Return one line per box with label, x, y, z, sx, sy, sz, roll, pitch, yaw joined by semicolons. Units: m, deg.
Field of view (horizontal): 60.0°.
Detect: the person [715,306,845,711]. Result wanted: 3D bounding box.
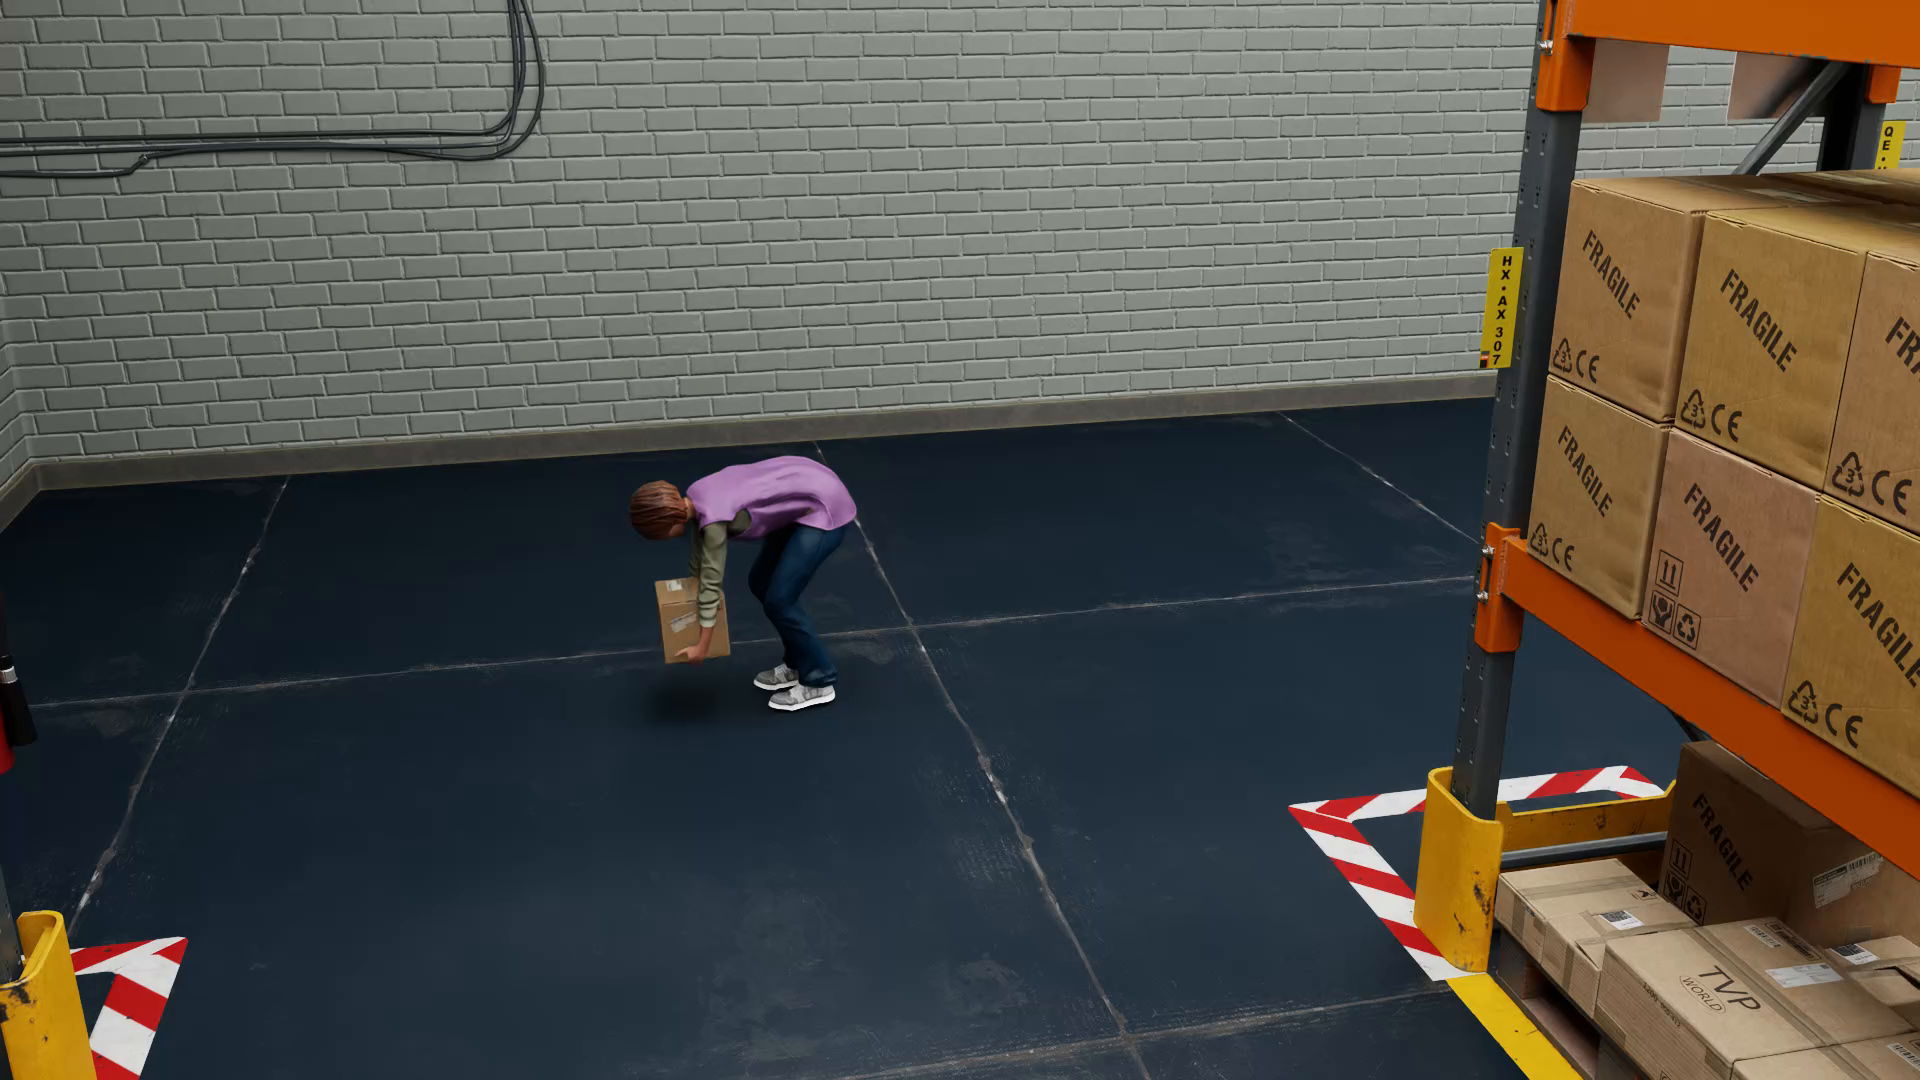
person;-0.703;-0.113;6.424;0.513;1.586;0.374;-5;21;-13
